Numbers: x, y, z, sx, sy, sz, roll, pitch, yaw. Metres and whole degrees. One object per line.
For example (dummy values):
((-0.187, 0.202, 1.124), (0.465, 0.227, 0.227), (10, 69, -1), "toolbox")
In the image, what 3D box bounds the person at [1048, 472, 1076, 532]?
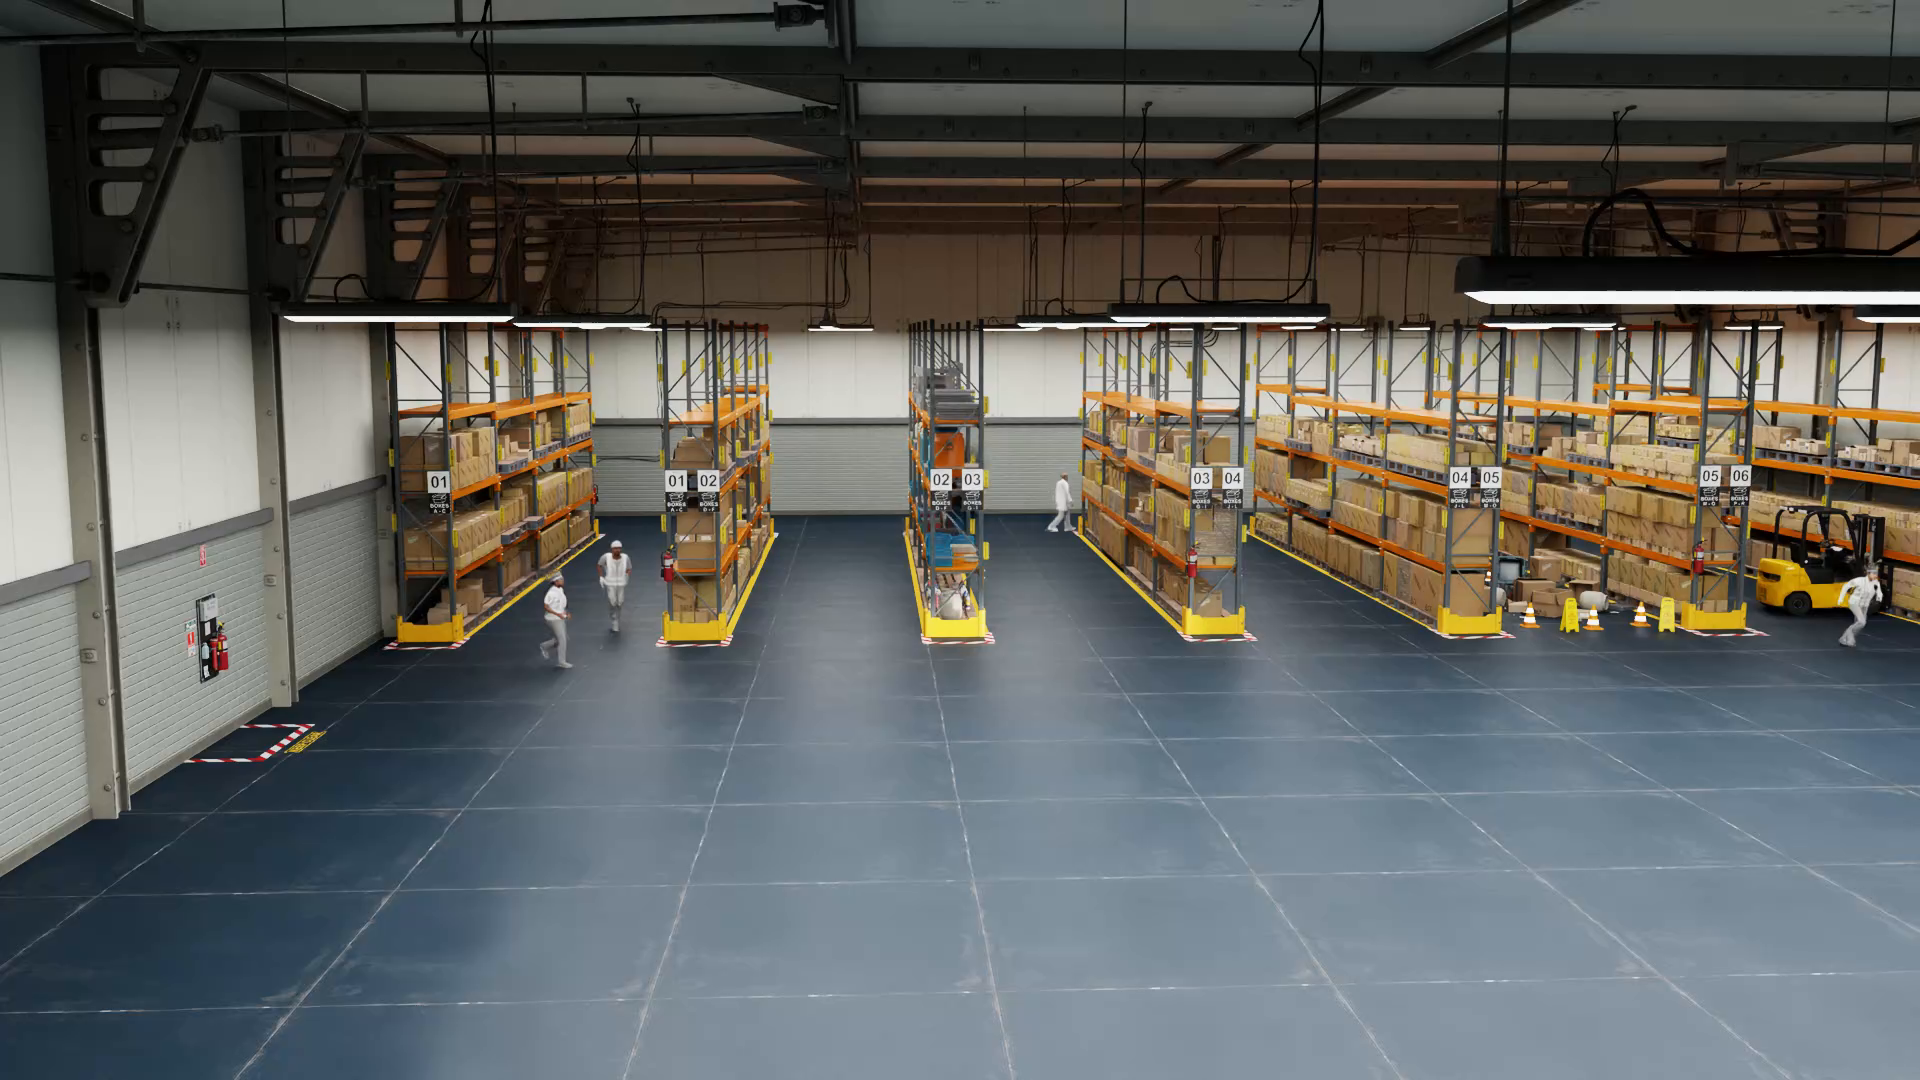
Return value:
((2.975, -1.112, 48.492), (0.915, 1.725, 0.707), (-2, 7, -16), "person")

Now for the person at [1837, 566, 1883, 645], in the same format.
((16.480, 1.202, 30.390), (0.582, 1.537, 0.892), (-2, 7, -13), "person")

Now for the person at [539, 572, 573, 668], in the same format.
((-7.006, 1.377, 28.667), (0.610, 1.682, 0.581), (1, 7, 10), "person")

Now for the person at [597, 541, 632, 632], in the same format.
((-6.658, 0.894, 32.176), (0.627, 1.793, 0.816), (-3, 8, -24), "person")
